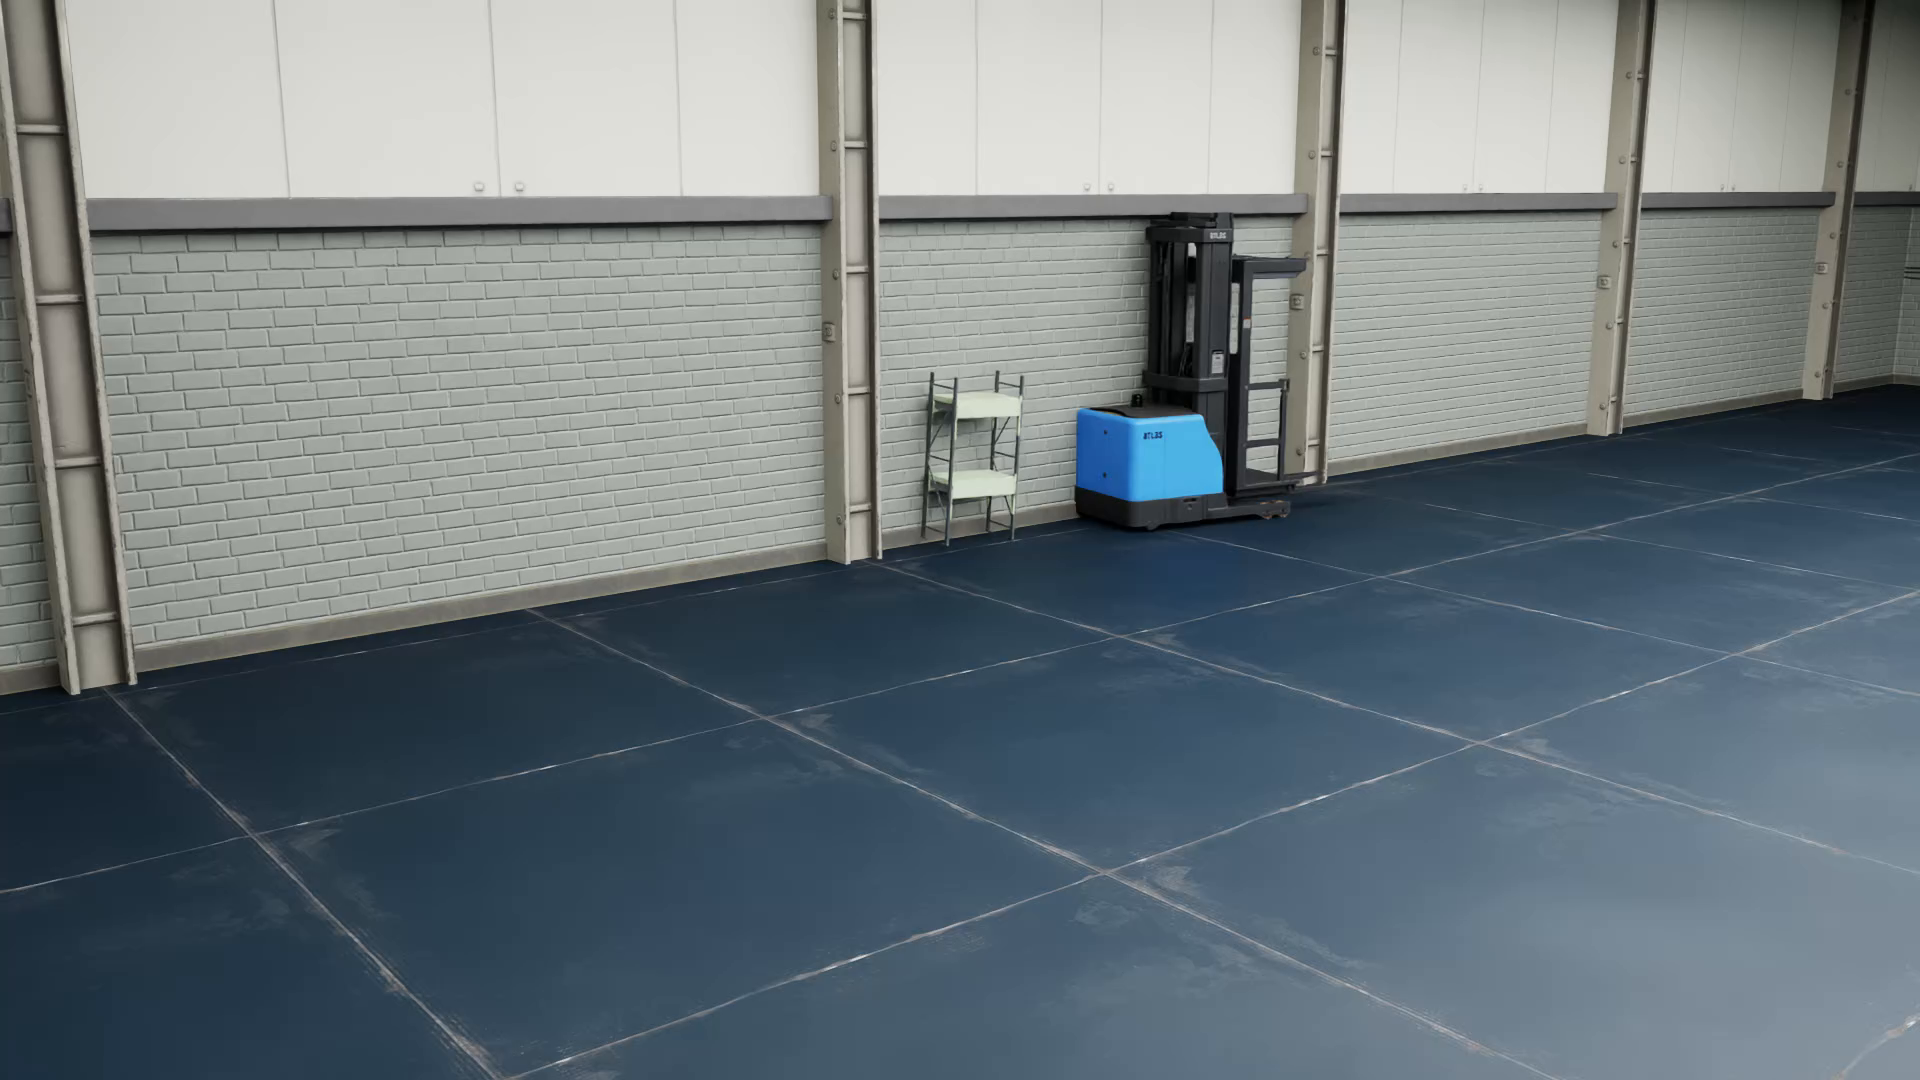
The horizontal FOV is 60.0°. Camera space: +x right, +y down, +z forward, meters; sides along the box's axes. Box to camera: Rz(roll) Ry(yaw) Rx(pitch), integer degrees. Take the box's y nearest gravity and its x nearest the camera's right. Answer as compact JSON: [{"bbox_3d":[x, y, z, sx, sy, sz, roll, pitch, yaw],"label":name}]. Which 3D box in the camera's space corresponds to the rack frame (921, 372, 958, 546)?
[{"bbox_3d":[-0.183,-0.720,14.766,0.023,1.500,0.400,-5,15,-36],"label":"rack frame"}]

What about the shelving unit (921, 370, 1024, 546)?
[{"bbox_3d":[0.113,-0.749,14.980,0.755,1.500,0.431,-5,15,-36],"label":"shelving unit"}]

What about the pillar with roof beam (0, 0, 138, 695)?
[{"bbox_3d":[-2.920,-2.766,6.611,0.400,9.000,9.100,-9,15,-38],"label":"pillar with roof beam"}]

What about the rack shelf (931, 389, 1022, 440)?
[{"bbox_3d":[0.135,-1.130,14.898,0.720,0.370,0.431,-5,15,-36],"label":"rack shelf"}]

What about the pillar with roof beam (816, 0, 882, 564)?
[{"bbox_3d":[1.765,-3.544,10.278,0.400,9.000,9.100,-9,15,-38],"label":"pillar with roof beam"}]

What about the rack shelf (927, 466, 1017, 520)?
[{"bbox_3d":[0.094,-0.431,15.049,0.720,0.370,0.431,-5,15,-36],"label":"rack shelf"}]

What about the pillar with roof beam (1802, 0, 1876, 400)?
[{"bbox_3d":[15.821,-5.880,21.277,0.400,9.000,9.100,-9,15,-38],"label":"pillar with roof beam"}]

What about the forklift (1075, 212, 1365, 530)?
[{"bbox_3d":[2.660,-1.724,16.312,3.031,2.935,1.130,-7,14,-28],"label":"forklift"}]

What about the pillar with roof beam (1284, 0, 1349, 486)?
[{"bbox_3d":[6.451,-4.323,13.944,0.400,9.000,9.100,-9,15,-38],"label":"pillar with roof beam"}]

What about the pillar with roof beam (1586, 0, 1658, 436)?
[{"bbox_3d":[11.136,-5.102,17.611,0.400,9.000,9.100,-9,15,-38],"label":"pillar with roof beam"}]

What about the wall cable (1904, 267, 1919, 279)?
[{"bbox_3d":[16.258,-5.227,25.678,0.112,2.526,3.097,-9,15,-38],"label":"wall cable"}]

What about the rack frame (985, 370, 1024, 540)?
[{"bbox_3d":[0.408,-0.777,15.195,0.023,1.500,0.400,-5,15,-36],"label":"rack frame"}]
